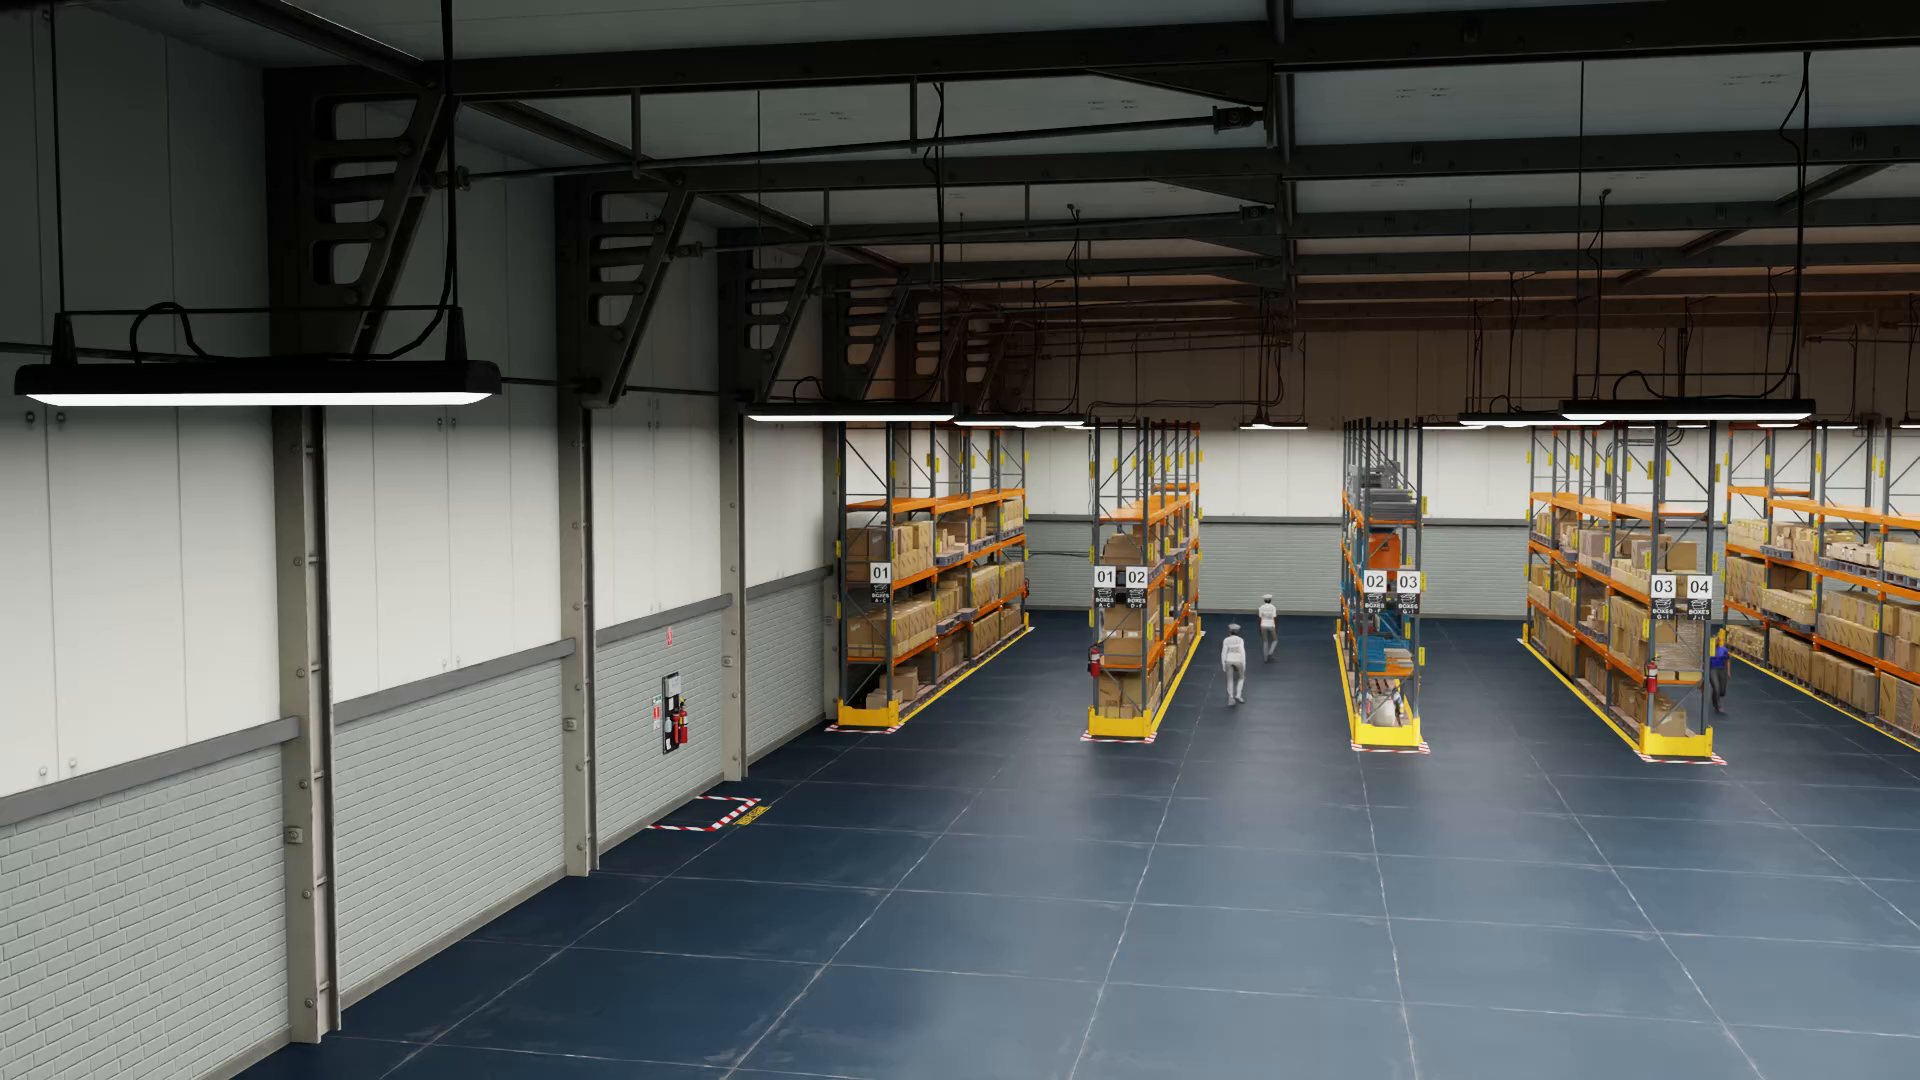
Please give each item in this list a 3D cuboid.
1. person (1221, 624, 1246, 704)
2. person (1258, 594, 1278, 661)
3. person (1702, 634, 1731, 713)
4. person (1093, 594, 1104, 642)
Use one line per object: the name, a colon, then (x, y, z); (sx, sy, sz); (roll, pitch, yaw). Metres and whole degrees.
person: (5.757, 2.609, 34.967); (0.522, 1.671, 0.499); (2, 4, 23)
person: (7.678, 2.200, 41.448); (0.497, 1.674, 0.470); (1, 4, 18)
person: (15.535, 2.771, 34.153); (0.492, 1.470, 0.839); (0, 4, 7)
person: (3.881, 1.955, 45.271); (0.517, 1.669, 0.497); (1, 4, 12)
